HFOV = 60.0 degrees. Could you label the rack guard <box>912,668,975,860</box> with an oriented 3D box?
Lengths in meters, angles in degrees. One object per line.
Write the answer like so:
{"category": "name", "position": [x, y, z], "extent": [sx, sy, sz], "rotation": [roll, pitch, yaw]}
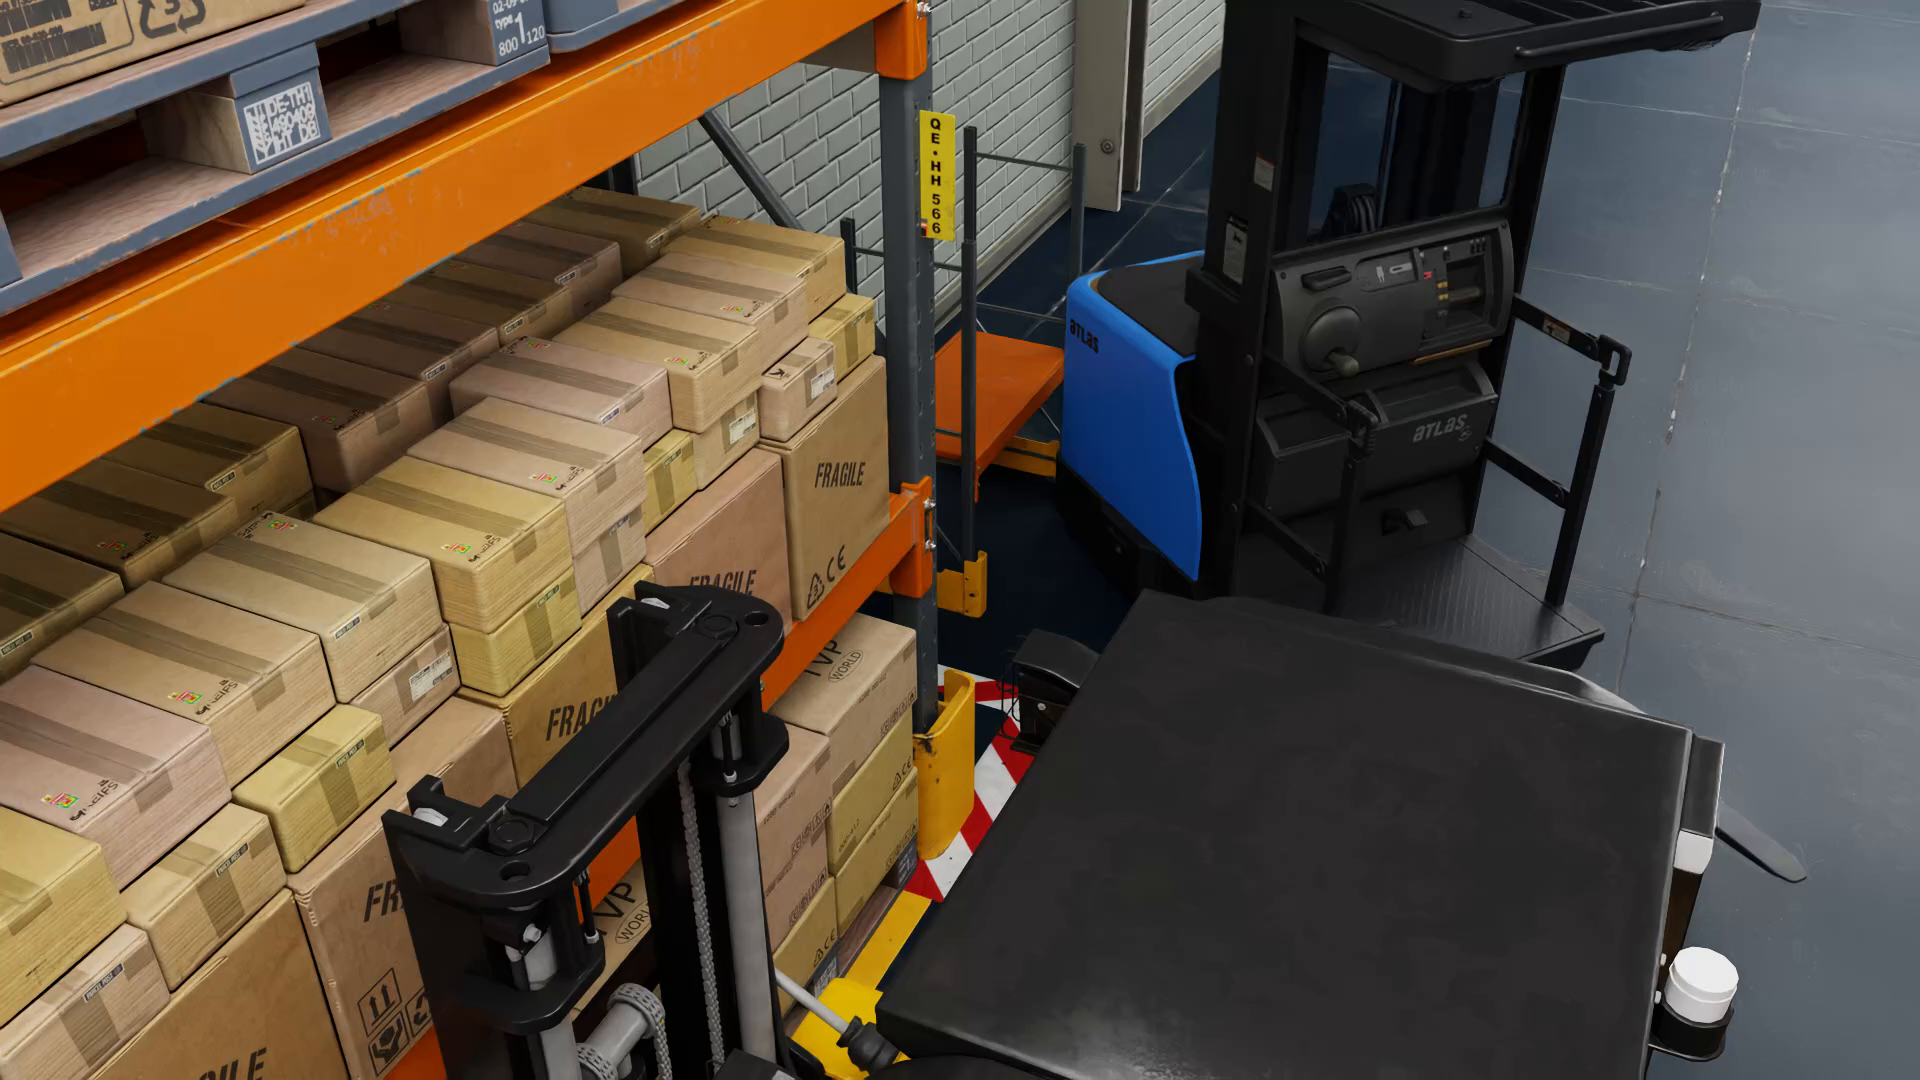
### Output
{"category": "rack guard", "position": [-0.535, 0.588, 5.397], "extent": [1.175, 0.500, 0.348], "rotation": [14, 36, 20]}

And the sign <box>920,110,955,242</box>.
{"category": "sign", "position": [-0.058, -0.897, 4.111], "extent": [0.100, 0.325, 0.005], "rotation": [14, 36, 20]}

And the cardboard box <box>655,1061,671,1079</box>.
{"category": "cardboard box", "position": [-0.881, 1.143, 3.939], "extent": [0.500, 0.250, 0.500], "rotation": [13, 36, 19]}

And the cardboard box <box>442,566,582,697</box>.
{"category": "cardboard box", "position": [-0.950, 0.123, 3.144], "extent": [0.380, 0.149, 0.250], "rotation": [14, 36, 21]}

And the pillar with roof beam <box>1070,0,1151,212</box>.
{"category": "pillar with roof beam", "position": [4.765, -4.815, 5.886], "extent": [9.100, 9.000, 0.400], "rotation": [14, 36, 20]}

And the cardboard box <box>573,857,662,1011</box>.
{"category": "cardboard box", "position": [-0.865, 0.921, 3.823], "extent": [0.500, 0.250, 0.500], "rotation": [15, 36, 21]}

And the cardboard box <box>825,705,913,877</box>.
{"category": "cardboard box", "position": [-0.465, 0.634, 4.716], "extent": [0.500, 0.250, 0.500], "rotation": [14, 36, 20]}

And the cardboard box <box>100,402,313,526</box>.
{"category": "cardboard box", "position": [-1.521, -0.142, 3.277], "extent": [0.380, 0.149, 0.250], "rotation": [13, 36, 19]}

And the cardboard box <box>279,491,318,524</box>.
{"category": "cardboard box", "position": [-1.525, -0.025, 3.369], "extent": [0.380, 0.149, 0.250], "rotation": [15, 36, 22]}

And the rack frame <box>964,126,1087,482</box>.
{"category": "rack frame", "position": [0.248, -0.923, 6.790], "extent": [0.500, 1.500, 0.032], "rotation": [14, 36, 20]}

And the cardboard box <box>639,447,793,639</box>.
{"category": "cardboard box", "position": [-0.738, 0.075, 3.810], "extent": [0.500, 0.500, 0.500], "rotation": [15, 36, 22]}

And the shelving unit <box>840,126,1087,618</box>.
{"category": "shelving unit", "position": [0.032, -0.665, 6.397], "extent": [0.587, 1.500, 1.083], "rotation": [14, 36, 20]}

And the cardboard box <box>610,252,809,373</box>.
{"category": "cardboard box", "position": [-0.579, -0.526, 3.863], "extent": [0.380, 0.149, 0.250], "rotation": [14, 36, 21]}

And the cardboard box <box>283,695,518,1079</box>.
{"category": "cardboard box", "position": [-1.152, 0.583, 3.034], "extent": [0.500, 0.500, 0.500], "rotation": [14, 36, 21]}

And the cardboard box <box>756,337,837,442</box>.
{"category": "cardboard box", "position": [-0.516, -0.387, 3.922], "extent": [0.380, 0.149, 0.250], "rotation": [15, 36, 21]}

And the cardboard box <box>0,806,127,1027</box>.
{"category": "cardboard box", "position": [-1.405, 0.499, 2.300], "extent": [0.380, 0.149, 0.250], "rotation": [14, 36, 20]}

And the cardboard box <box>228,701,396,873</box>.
{"category": "cardboard box", "position": [-1.181, 0.370, 2.768], "extent": [0.380, 0.149, 0.250], "rotation": [13, 36, 20]}

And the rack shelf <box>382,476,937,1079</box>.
{"category": "rack shelf", "position": [-1.382, 0.852, 3.372], "extent": [1.077, 0.370, 4.000], "rotation": [14, 36, 20]}

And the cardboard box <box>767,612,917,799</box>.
{"category": "cardboard box", "position": [-0.454, 0.412, 4.599], "extent": [0.500, 0.250, 0.500], "rotation": [15, 36, 22]}

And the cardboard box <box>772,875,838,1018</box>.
{"category": "cardboard box", "position": [-0.671, 1.081, 4.490], "extent": [0.500, 0.250, 0.500], "rotation": [14, 36, 20]}

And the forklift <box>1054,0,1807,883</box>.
{"category": "forklift", "position": [1.498, -0.719, 5.174], "extent": [1.130, 2.935, 3.031], "rotation": [-15, 36, -22]}

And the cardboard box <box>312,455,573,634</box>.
{"category": "cardboard box", "position": [-0.946, 0.003, 3.056], "extent": [0.380, 0.149, 0.250], "rotation": [15, 36, 21]}

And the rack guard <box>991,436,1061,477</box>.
{"category": "rack guard", "position": [0.240, -0.391, 7.118], "extent": [0.587, 0.250, 0.087], "rotation": [14, 36, 20]}

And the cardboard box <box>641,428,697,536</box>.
{"category": "cardboard box", "position": [-0.794, -0.151, 3.562], "extent": [0.380, 0.149, 0.250], "rotation": [14, 36, 20]}

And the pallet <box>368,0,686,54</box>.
{"category": "pallet", "position": [-0.864, -1.316, 3.367], "extent": [1.003, 0.211, 1.213], "rotation": [14, 36, 20]}

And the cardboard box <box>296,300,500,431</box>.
{"category": "cardboard box", "position": [-1.234, -0.387, 3.651], "extent": [0.380, 0.149, 0.250], "rotation": [14, 36, 21]}

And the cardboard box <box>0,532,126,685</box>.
{"category": "cardboard box", "position": [-1.660, 0.132, 2.859], "extent": [0.380, 0.149, 0.250], "rotation": [15, 36, 22]}

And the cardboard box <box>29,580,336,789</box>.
{"category": "cardboard box", "position": [-1.261, 0.231, 2.708], "extent": [0.380, 0.149, 0.250], "rotation": [14, 36, 21]}

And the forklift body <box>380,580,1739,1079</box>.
{"category": "forklift body", "position": [0.319, 1.273, 2.848], "extent": [2.313, 2.155, 1.214], "rotation": [14, 36, 20]}

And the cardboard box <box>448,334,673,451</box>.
{"category": "cardboard box", "position": [-0.835, -0.282, 3.491], "extent": [0.380, 0.149, 0.250], "rotation": [14, 36, 21]}

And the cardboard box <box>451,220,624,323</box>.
{"category": "cardboard box", "position": [-1.048, -0.646, 4.046], "extent": [0.380, 0.149, 0.250], "rotation": [15, 36, 22]}

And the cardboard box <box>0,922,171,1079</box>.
{"category": "cardboard box", "position": [-1.374, 0.634, 2.365], "extent": [0.380, 0.149, 0.250], "rotation": [14, 36, 20]}
